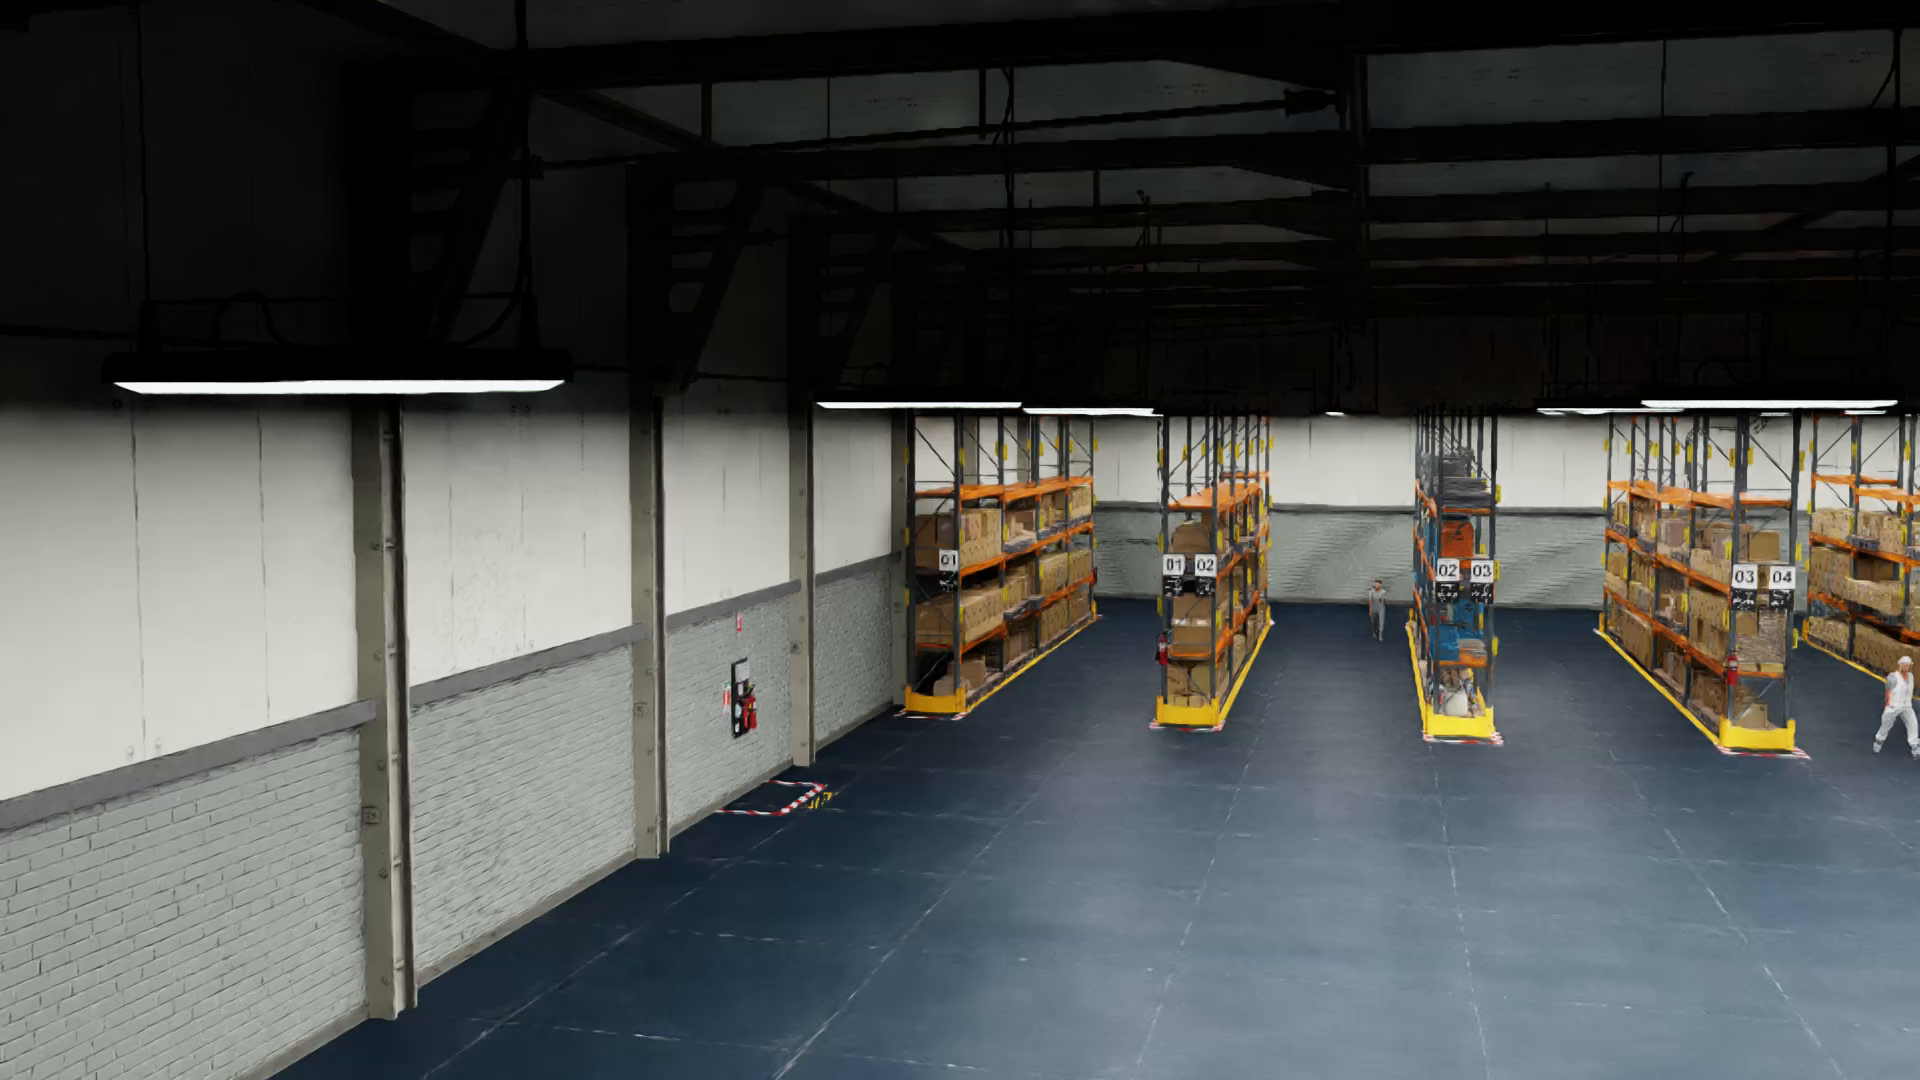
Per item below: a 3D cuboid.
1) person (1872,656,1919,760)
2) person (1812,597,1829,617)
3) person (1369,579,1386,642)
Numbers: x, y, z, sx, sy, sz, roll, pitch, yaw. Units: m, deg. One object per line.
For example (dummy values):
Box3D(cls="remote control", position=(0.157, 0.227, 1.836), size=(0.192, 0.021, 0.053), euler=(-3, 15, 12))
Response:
Box3D(cls="person", position=(15.879, 2.815, 28.058), size=(0.593, 1.747, 0.967), euler=(-1, 4, -9))
Box3D(cls="person", position=(24.248, 1.415, 46.966), size=(0.460, 1.760, 0.721), euler=(-1, 4, -18))
Box3D(cls="person", position=(10.765, 1.789, 42.904), size=(0.446, 1.590, 1.109), euler=(1, 4, 17))
